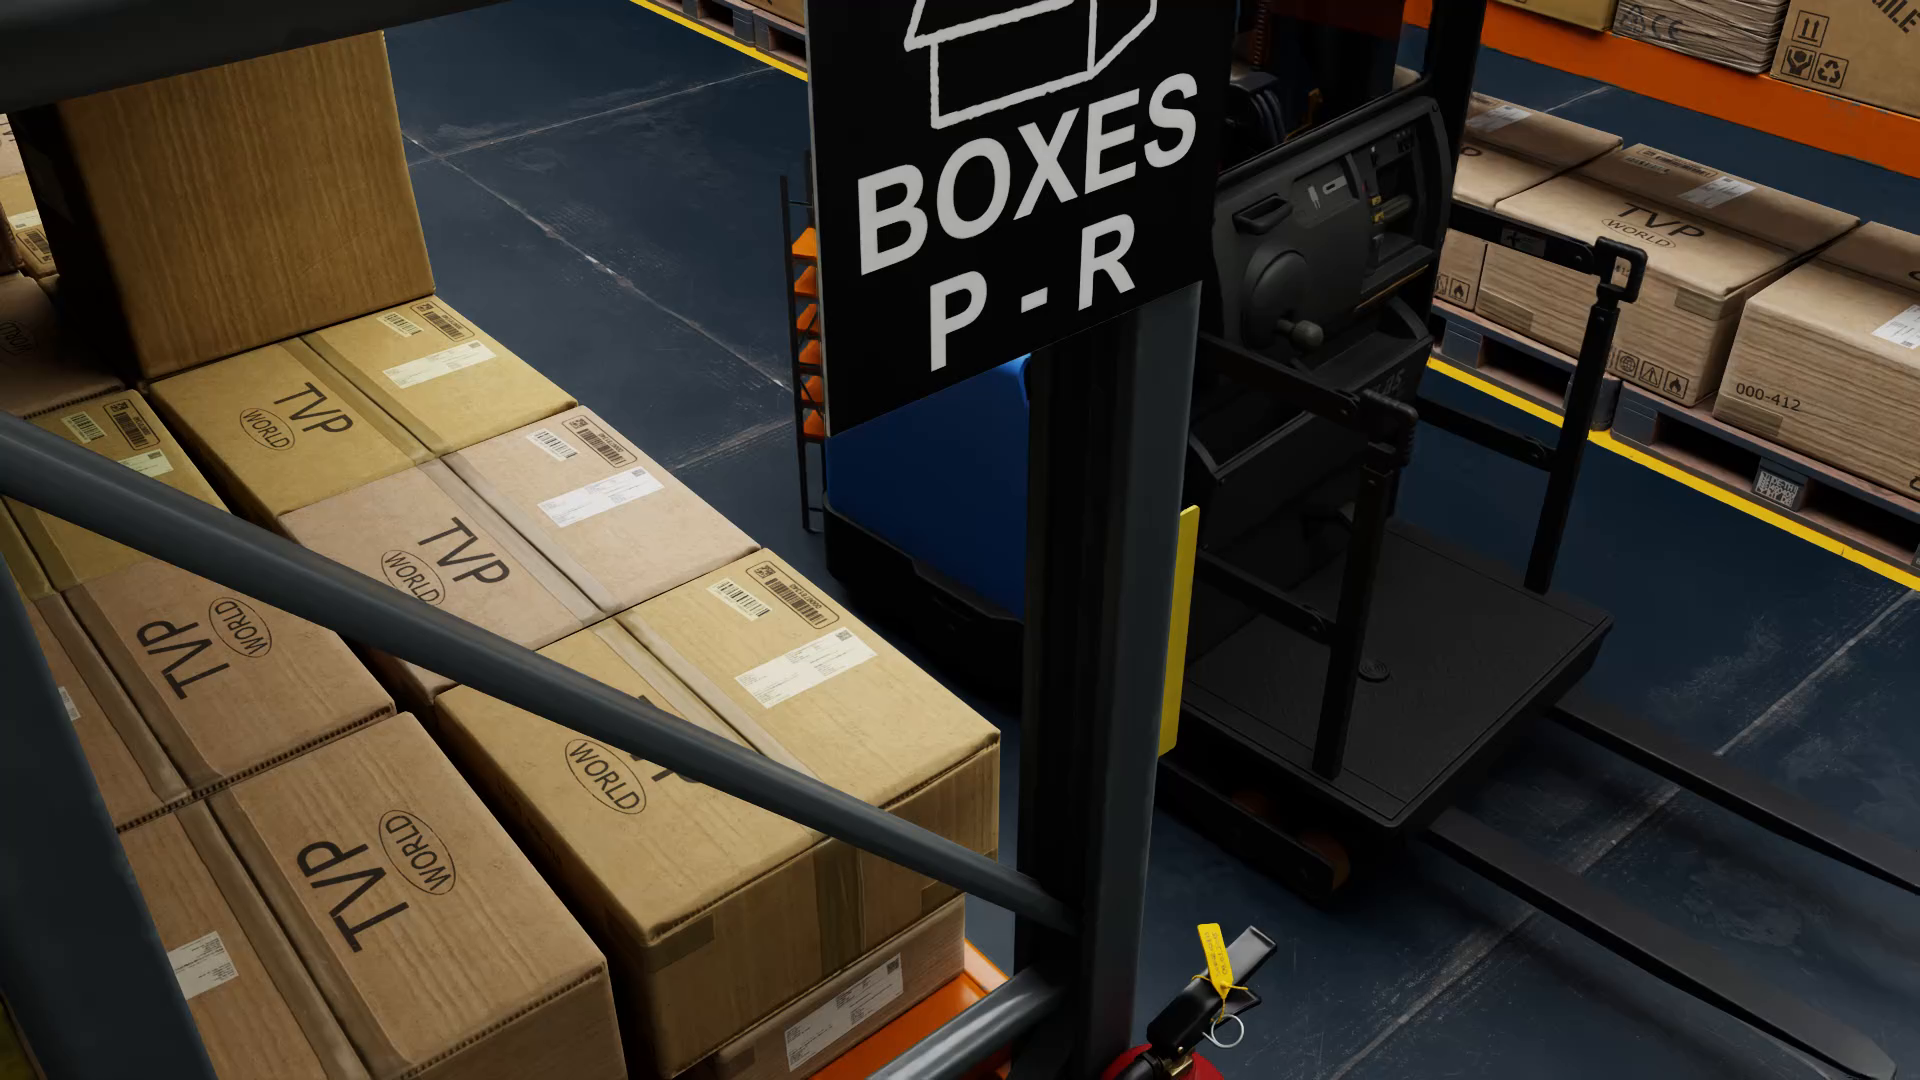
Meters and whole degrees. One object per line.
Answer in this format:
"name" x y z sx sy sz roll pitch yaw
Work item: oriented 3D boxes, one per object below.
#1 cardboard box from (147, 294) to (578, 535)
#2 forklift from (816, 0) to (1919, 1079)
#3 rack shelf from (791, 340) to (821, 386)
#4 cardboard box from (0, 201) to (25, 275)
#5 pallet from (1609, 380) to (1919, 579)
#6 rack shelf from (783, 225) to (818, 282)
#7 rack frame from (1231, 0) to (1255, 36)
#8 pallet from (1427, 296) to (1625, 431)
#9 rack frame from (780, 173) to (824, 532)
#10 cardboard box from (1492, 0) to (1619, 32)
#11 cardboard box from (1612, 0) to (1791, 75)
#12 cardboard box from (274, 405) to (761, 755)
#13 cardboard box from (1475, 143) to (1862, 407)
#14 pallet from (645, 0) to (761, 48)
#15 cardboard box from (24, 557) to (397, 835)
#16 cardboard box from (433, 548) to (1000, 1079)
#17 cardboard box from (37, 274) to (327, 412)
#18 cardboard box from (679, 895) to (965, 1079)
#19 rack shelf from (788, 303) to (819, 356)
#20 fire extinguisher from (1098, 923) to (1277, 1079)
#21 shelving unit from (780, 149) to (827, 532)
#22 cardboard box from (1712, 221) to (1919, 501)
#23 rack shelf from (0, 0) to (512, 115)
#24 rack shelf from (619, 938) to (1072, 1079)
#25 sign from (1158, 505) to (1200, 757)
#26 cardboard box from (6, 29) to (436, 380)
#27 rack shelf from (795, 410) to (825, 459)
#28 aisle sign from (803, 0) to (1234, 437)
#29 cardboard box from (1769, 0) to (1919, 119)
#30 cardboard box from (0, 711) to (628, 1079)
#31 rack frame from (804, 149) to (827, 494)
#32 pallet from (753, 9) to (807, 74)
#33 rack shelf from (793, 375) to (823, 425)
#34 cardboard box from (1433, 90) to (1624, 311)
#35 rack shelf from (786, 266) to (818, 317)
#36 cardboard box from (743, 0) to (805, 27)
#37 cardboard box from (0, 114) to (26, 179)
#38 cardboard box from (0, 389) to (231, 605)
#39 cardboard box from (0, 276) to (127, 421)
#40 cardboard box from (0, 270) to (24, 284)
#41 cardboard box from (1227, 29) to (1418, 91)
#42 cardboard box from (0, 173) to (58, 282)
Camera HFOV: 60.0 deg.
"cardboard box" -0.954 -0.135 2.717 0.500 0.250 0.500 -27 43 -33
"forklift" 1.003 -0.673 3.664 3.031 2.935 1.130 29 45 35
"rack shelf" -0.357 -0.519 5.022 0.258 0.103 0.180 10 36 14
"cardboard box" -2.036 -0.704 2.872 0.500 0.500 0.500 -27 44 -33
"pallet" 3.001 -0.367 5.586 1.003 0.211 1.213 -26 43 -32
"rack shelf" -0.357 -0.813 4.814 0.258 0.103 0.180 10 36 14
"rack frame" 0.996 -2.948 6.817 1.000 3.000 0.127 -26 43 -32
"pallet" 2.218 -0.906 6.346 1.003 0.211 1.213 -26 43 -32
"rack frame" -0.383 -0.505 4.925 0.240 1.200 0.006 10 36 14
"cardboard box" 2.069 -2.010 5.407 0.500 0.500 0.500 -25 42 -30
"cardboard box" 2.412 -1.787 5.092 0.500 0.500 0.500 -25 42 -31
"cardboard box" -0.625 0.088 2.403 0.500 0.250 0.500 -26 43 -31
"cardboard box" 2.478 -0.962 5.867 0.875 0.438 0.875 -25 42 -31
"pallet" -1.134 -3.199 9.585 1.003 0.211 1.213 -26 43 -32
"cardboard box" -1.044 0.279 2.133 0.500 0.250 0.500 -26 43 -32
"cardboard box" -0.299 0.310 2.089 0.500 0.250 0.500 -26 43 -32
"cardboard box" -1.301 -0.352 3.025 0.500 0.250 0.500 -27 43 -33
"cardboard box" -0.215 0.526 2.129 0.380 0.149 0.250 -26 43 -32
"rack shelf" -0.357 -0.617 4.953 0.258 0.103 0.180 10 36 14
"fire extinguisher" 0.236 0.748 1.988 0.296 0.674 0.183 -26 43 -32
"shelving unit" -0.357 -0.555 4.996 0.258 1.200 0.189 10 36 14
"cardboard box" 3.075 -0.561 5.301 0.875 0.438 0.875 -28 44 -33
"rack shelf" -1.503 -1.142 2.294 1.077 0.370 4.000 -26 43 -32
"rack shelf" -1.503 0.082 3.161 1.077 0.370 4.000 -26 43 -32
"sign" 0.202 0.116 1.742 0.100 0.325 0.005 -26 43 -32
"cardboard box" -1.268 -0.658 2.807 0.500 0.500 0.500 -25 42 -31
"rack shelf" -0.357 -0.323 5.161 0.258 0.103 0.180 10 36 14
"aisle sign" 0.056 -0.469 1.067 0.394 0.787 0.004 -26 43 -32
"cardboard box" 2.751 -1.564 4.776 0.500 0.500 0.500 -27 43 -33
"cardboard box" -0.712 0.507 1.811 0.500 0.250 0.500 -25 42 -31
"rack frame" -0.330 -0.606 5.068 0.240 1.200 0.006 10 36 14
"pallet" -0.351 -2.661 8.825 1.003 0.211 1.213 -26 43 -32
"rack shelf" -0.357 -0.421 5.091 0.258 0.103 0.180 10 36 14
"cardboard box" 1.897 -1.361 6.430 0.875 0.438 0.875 -27 44 -33
"rack shelf" -0.357 -0.715 4.883 0.258 0.103 0.180 10 36 14
"cardboard box" -0.631 -3.287 8.770 0.875 0.875 0.875 -25 43 -31
"cardboard box" -1.944 -0.805 3.664 0.500 0.250 0.500 -26 43 -32
"cardboard box" -1.360 0.059 2.444 0.500 0.250 0.500 -25 42 -30
"cardboard box" -1.697 -0.172 2.770 0.500 0.250 0.500 -26 43 -32
"cardboard box" -2.020 -0.388 3.075 0.500 0.250 0.500 -25 42 -31
"cardboard box" 1.319 -1.756 6.988 0.875 0.438 0.875 -27 43 -32
"cardboard box" -1.632 -0.580 3.346 0.500 0.250 0.500 -26 43 -32
